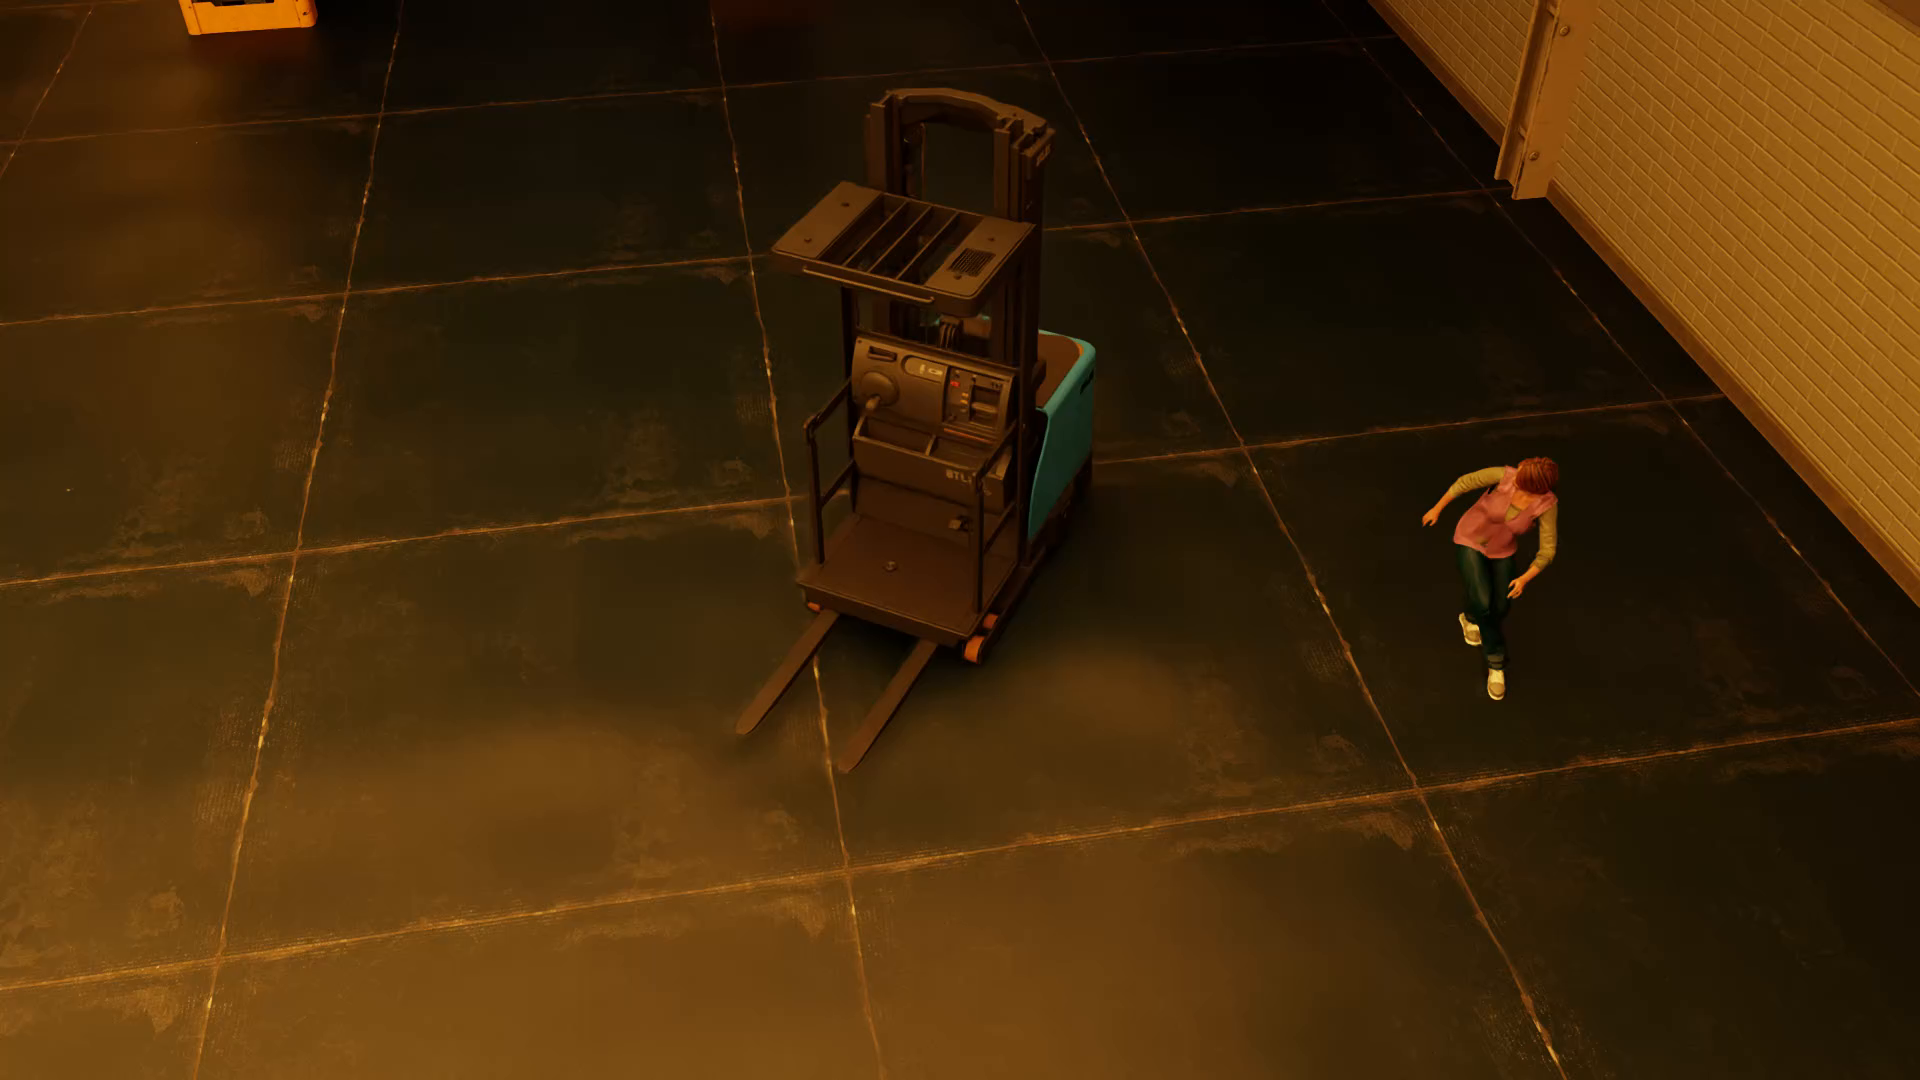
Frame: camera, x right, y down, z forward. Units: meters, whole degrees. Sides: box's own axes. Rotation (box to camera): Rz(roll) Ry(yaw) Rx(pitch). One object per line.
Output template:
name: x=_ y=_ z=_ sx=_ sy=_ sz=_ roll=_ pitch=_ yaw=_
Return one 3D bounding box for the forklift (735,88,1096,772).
forklift: x=-0.244 y=-0.743 z=8.831 sx=1.130 sy=2.935 sz=3.031 roll=17 pitch=43 yaw=19

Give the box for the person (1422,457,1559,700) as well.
person: x=2.839 y=0.120 z=8.975 sx=0.640 sy=1.445 sz=0.720 roll=4 pitch=41 yaw=5
